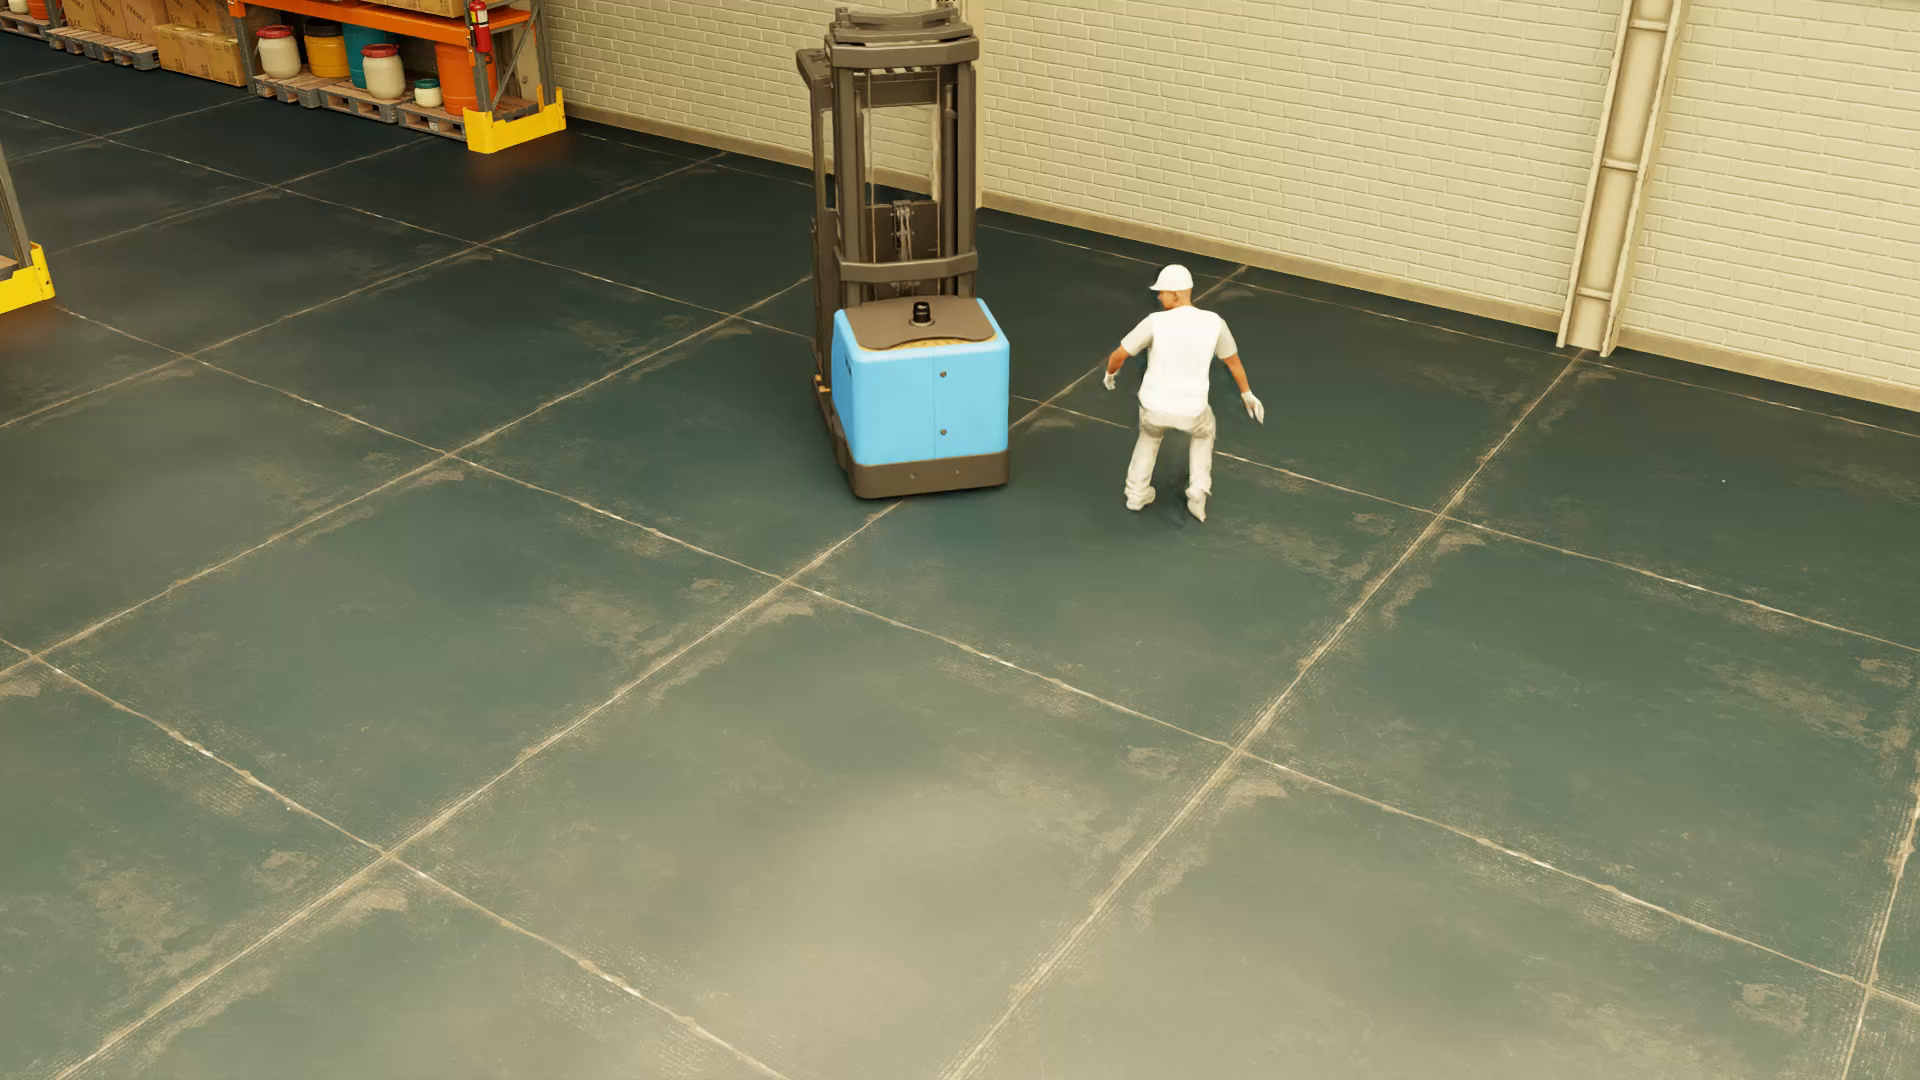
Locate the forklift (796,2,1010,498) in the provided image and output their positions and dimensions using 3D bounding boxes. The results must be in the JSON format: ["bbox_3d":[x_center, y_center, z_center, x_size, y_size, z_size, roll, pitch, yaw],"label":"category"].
[{"bbox_3d":[-0.487,-2.264,11.479,1.130,2.935,3.031,-6,31,-11],"label":"forklift"}]

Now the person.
[{"bbox_3d":[1.413,-0.899,10.518,1.015,1.625,0.541,3,30,6],"label":"person"}]
